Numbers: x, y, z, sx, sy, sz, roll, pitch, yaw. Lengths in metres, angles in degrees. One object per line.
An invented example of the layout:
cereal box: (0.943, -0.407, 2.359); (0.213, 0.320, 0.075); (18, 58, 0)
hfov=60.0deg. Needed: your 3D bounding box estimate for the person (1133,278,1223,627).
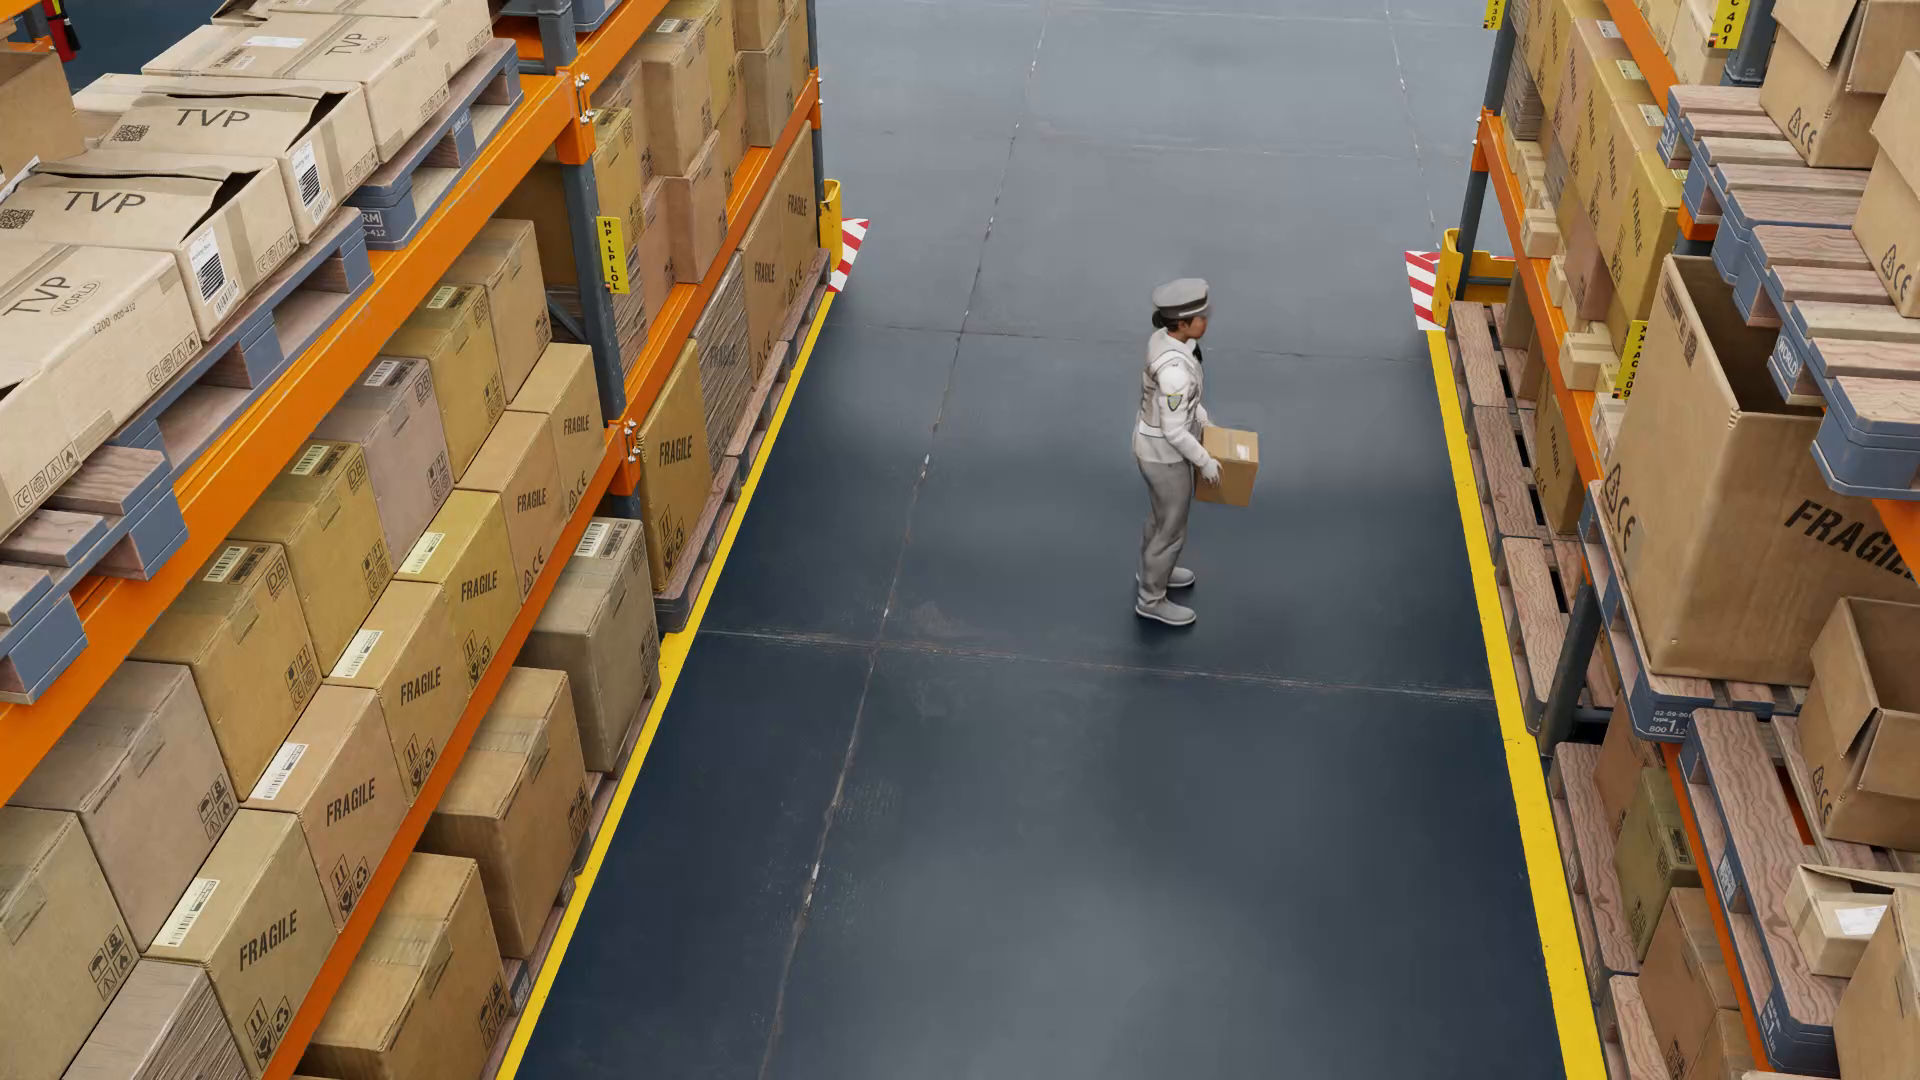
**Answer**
person: (0.989, -0.405, 7.569); (0.411, 1.684, 0.484); (4, 37, 5)
